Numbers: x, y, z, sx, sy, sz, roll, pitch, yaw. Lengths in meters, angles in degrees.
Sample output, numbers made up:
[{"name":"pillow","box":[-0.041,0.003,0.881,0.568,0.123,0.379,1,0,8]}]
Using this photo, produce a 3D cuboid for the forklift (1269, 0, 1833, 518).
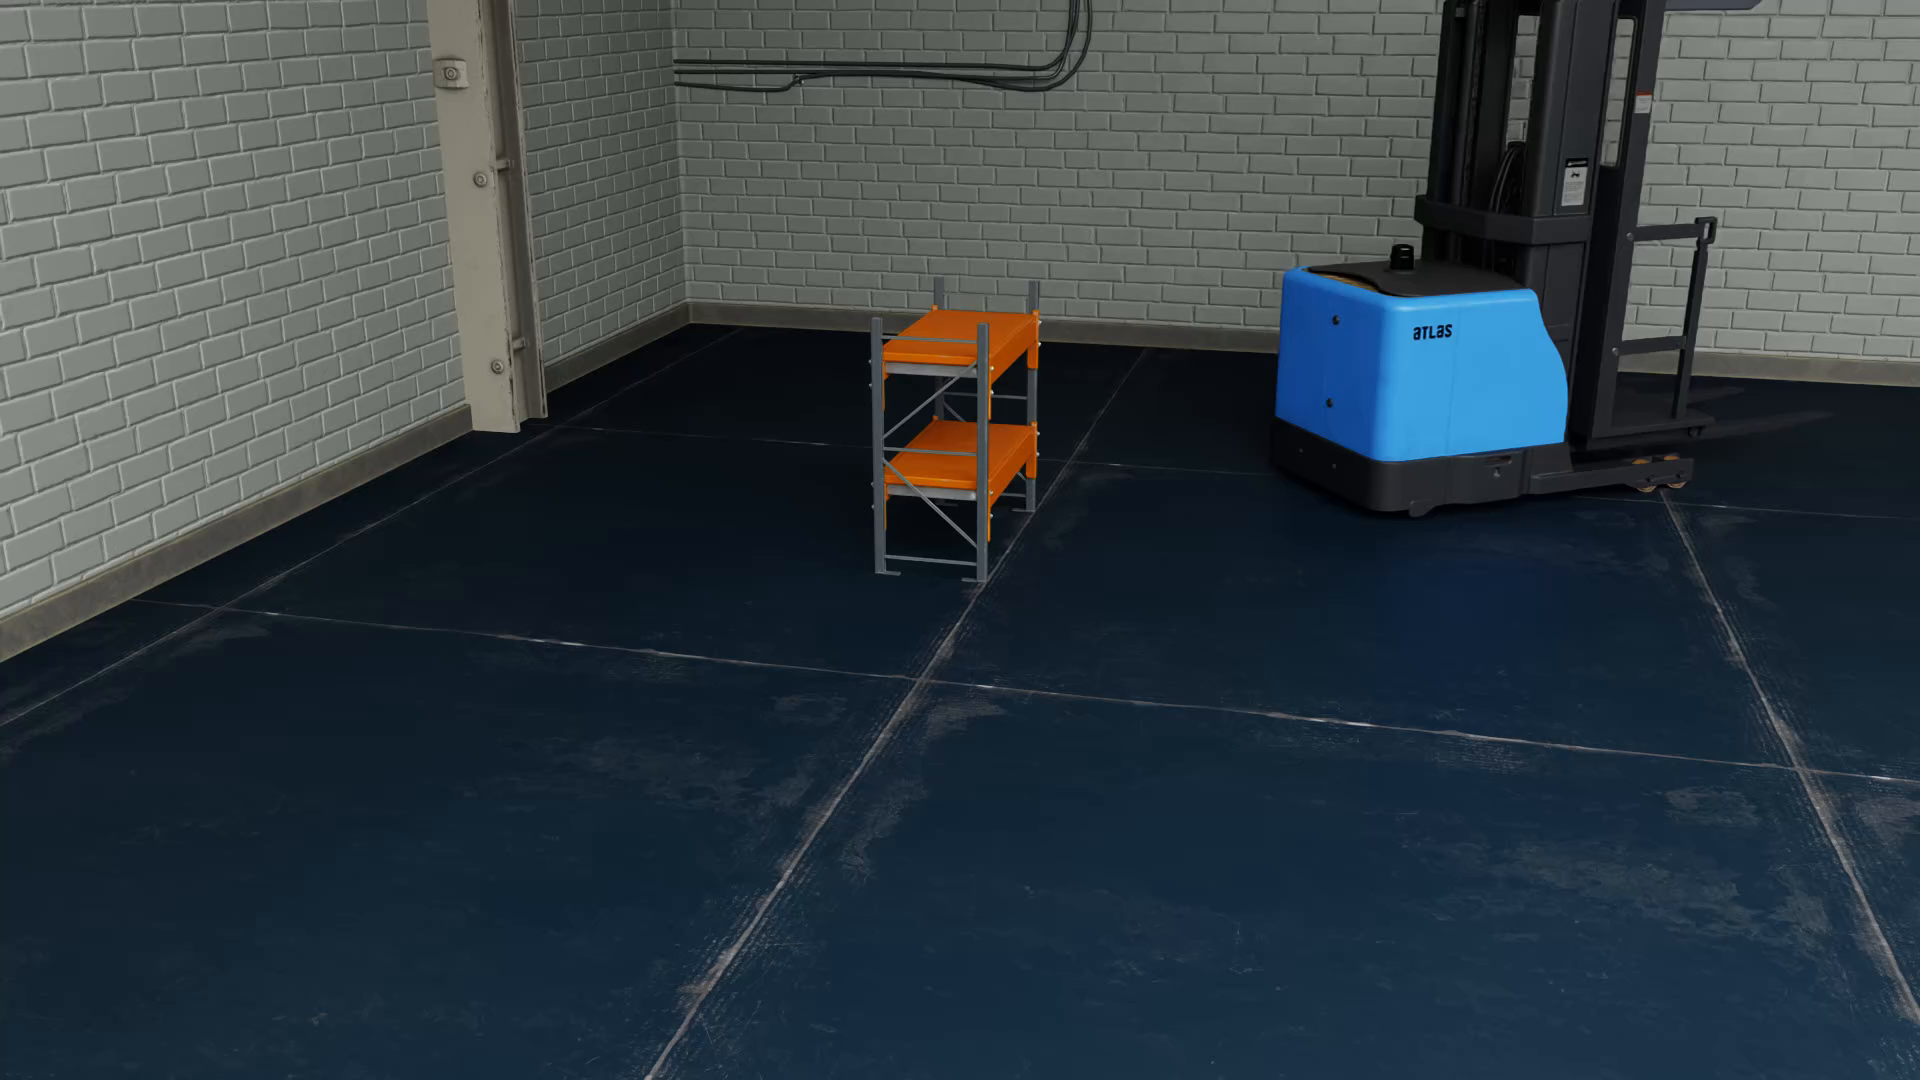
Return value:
[{"name":"forklift","box":[3.185,-1.776,8.354,3.031,2.935,1.130,-7,20,-20]}]

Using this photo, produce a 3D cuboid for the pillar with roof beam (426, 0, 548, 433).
[{"name":"pillar with roof beam","box":[1.545,-4.602,7.239,9.100,9.000,0.400,5,19,13]}]

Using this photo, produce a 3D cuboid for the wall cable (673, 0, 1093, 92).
[{"name":"wall cable","box":[-0.628,-4.291,11.133,3.097,2.526,0.112,5,19,13]}]

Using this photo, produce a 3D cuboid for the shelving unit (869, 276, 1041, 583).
[{"name":"shelving unit","box":[-0.002,-0.530,7.500,0.538,1.125,1.048,5,19,13]}]

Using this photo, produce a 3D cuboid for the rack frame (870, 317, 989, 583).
[{"name":"rack frame","box":[-0.126,-0.371,7.033,0.500,1.125,0.032,5,19,13]}]

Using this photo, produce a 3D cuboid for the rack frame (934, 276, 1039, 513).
[{"name":"rack frame","box":[0.123,-0.690,7.966,0.500,1.125,0.032,5,19,13]}]

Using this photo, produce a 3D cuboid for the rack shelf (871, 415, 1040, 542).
[{"name":"rack shelf","box":[-0.002,-0.299,7.579,0.538,0.278,1.000,5,19,13]}]

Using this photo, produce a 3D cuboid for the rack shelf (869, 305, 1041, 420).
[{"name":"rack shelf","box":[-0.002,-0.807,7.405,0.538,0.278,1.000,5,19,13]}]
